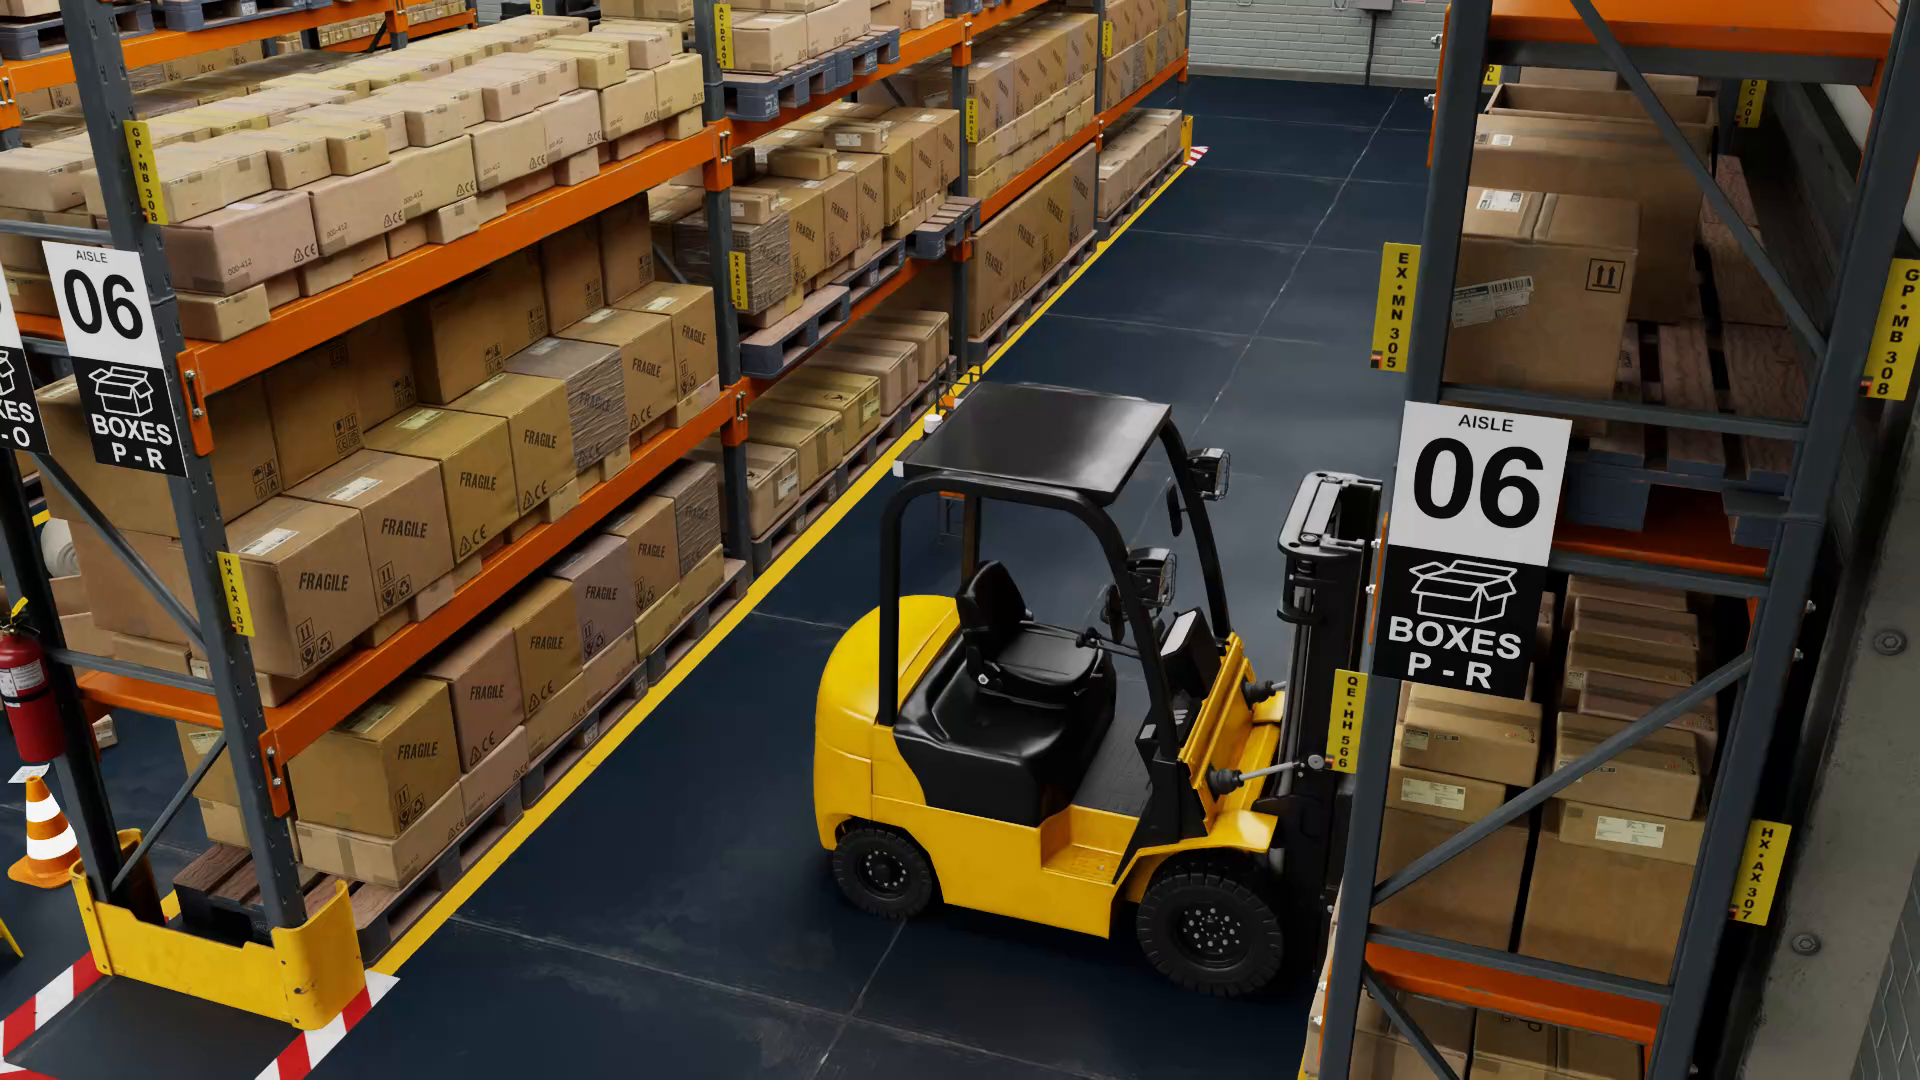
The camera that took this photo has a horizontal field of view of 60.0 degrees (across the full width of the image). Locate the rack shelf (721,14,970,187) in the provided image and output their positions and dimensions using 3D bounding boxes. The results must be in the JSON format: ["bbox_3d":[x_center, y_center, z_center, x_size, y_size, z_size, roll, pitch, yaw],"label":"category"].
[{"bbox_3d":[-1.093,-2.987,10.861,1.077,0.370,4.000,9,27,17],"label":"rack shelf"}]

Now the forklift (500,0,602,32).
[{"bbox_3d":[-3.420,-2.800,13.169,3.031,2.935,1.130,15,30,29],"label":"forklift"}]

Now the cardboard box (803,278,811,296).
[{"bbox_3d":[-1.163,-1.625,10.471,0.380,0.149,0.250,11,28,21],"label":"cardboard box"}]

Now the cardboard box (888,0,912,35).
[{"bbox_3d":[-0.752,-3.790,11.579,0.700,0.500,0.500,9,27,17],"label":"cardboard box"}]

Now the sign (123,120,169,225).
[{"bbox_3d":[-2.578,-1.160,5.259,0.100,0.325,0.005,9,27,17],"label":"sign"}]

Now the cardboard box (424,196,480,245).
[{"bbox_3d":[-2.247,-1.353,6.949,0.380,0.149,0.250,9,27,18],"label":"cardboard box"}]

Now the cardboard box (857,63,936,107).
[{"bbox_3d":[-0.502,-3.528,13.333,0.500,0.500,0.500,8,27,16],"label":"cardboard box"}]

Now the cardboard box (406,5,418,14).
[{"bbox_3d":[-7.360,-6.919,21.429,0.500,0.250,0.500,8,27,16],"label":"cardboard box"}]

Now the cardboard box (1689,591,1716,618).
[{"bbox_3d":[2.440,0.127,5.846,0.380,0.149,0.250,8,27,16],"label":"cardboard box"}]

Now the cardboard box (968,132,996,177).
[{"bbox_3d":[-0.026,-3.113,13.336,0.500,0.250,0.500,9,27,17],"label":"cardboard box"}]

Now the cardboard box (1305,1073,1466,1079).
[{"bbox_3d":[1.460,1.801,5.688,0.500,0.250,0.500,8,27,17],"label":"cardboard box"}]

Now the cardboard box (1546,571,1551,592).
[{"bbox_3d":[2.205,0.103,6.980,0.500,0.500,0.500,8,27,17],"label":"cardboard box"}]

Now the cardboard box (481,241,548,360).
[{"bbox_3d":[-2.492,-1.210,8.203,0.700,0.500,0.500,8,27,16],"label":"cardboard box"}]

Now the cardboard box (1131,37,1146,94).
[{"bbox_3d":[1.650,-5.036,17.595,0.500,0.500,0.500,9,27,18],"label":"cardboard box"}]

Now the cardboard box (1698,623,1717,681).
[{"bbox_3d":[2.359,0.377,5.670,0.380,0.149,0.250,9,27,18],"label":"cardboard box"}]

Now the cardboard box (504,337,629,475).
[{"bbox_3d":[-2.005,-0.673,8.242,0.500,0.500,0.500,10,27,19],"label":"cardboard box"}]

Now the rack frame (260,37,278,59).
[{"bbox_3d":[-8.441,-5.864,19.419,1.000,3.000,0.127,9,27,17],"label":"rack frame"}]

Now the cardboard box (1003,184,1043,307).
[{"bbox_3d":[0.182,-2.653,14.744,0.875,0.875,0.875,9,27,18],"label":"cardboard box"}]

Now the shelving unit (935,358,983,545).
[{"bbox_3d":[-0.005,-0.534,10.476,0.258,1.200,0.189,9,27,17],"label":"shelving unit"}]

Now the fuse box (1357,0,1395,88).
[{"bbox_3d":[6.022,-7.447,24.167,0.539,1.711,0.414,9,27,17],"label":"fuse box"}]

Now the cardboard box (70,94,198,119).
[{"bbox_3d":[-5.962,-2.935,12.107,0.700,0.500,0.500,9,27,18],"label":"cardboard box"}]

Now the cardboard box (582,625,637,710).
[{"bbox_3d":[-2.043,0.620,8.701,0.500,0.250,0.500,9,27,18],"label":"cardboard box"}]

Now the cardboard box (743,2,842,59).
[{"bbox_3d":[-1.018,-3.001,9.755,0.500,0.250,0.500,8,27,17],"label":"cardboard box"}]

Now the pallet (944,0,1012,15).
[{"bbox_3d":[-0.263,-4.320,13.006,1.213,0.211,1.003,10,28,20],"label":"pallet"}]

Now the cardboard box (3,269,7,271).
[{"bbox_3d":[-6.571,-1.730,10.708,0.875,0.550,0.550,9,27,17],"label":"cardboard box"}]

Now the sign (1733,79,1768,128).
[{"bbox_3d":[3.448,-1.959,7.229,0.100,0.325,0.005,9,27,17],"label":"sign"}]

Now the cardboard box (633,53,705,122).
[{"bbox_3d":[-1.652,-2.334,8.518,0.500,0.250,0.500,8,27,17],"label":"cardboard box"}]

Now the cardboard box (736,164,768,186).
[{"bbox_3d":[-1.480,-2.145,10.801,0.500,0.500,0.500,10,27,19],"label":"cardboard box"}]

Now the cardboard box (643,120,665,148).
[{"bbox_3d":[-1.743,-2.111,8.515,0.380,0.149,0.250,9,27,18],"label":"cardboard box"}]

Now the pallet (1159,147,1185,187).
[{"bbox_3d":[2.043,-4.475,19.751,1.003,0.211,1.213,9,27,17],"label":"pallet"}]

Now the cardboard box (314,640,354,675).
[{"bbox_3d":[-2.711,0.402,6.765,0.380,0.149,0.250,9,27,18],"label":"cardboard box"}]

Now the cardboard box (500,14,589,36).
[{"bbox_3d":[-2.171,-2.653,8.718,0.380,0.149,0.250,8,27,17],"label":"cardboard box"}]

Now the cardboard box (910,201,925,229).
[{"bbox_3d":[-0.468,-2.357,11.983,0.380,0.149,0.250,7,27,15],"label":"cardboard box"}]

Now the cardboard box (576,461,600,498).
[{"bbox_3d":[-2.026,-0.331,8.280,0.380,0.149,0.250,8,27,17],"label":"cardboard box"}]

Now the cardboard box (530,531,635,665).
[{"bbox_3d":[-2.038,0.273,8.557,0.500,0.500,0.500,10,28,20],"label":"cardboard box"}]

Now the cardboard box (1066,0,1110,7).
[{"bbox_3d":[1.254,-5.306,16.260,0.380,0.149,0.250,8,27,17],"label":"cardboard box"}]

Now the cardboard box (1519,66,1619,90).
[{"bbox_3d":[2.935,-2.298,8.117,0.500,0.311,0.500,8,27,16],"label":"cardboard box"}]

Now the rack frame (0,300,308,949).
[{"bbox_3d":[-3.089,0.505,6.266,1.000,3.000,0.127,9,27,17],"label":"rack frame"}]

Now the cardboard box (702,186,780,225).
[{"bbox_3d":[-1.268,-1.941,9.635,0.380,0.149,0.250,9,27,17],"label":"cardboard box"}]

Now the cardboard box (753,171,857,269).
[{"bbox_3d":[-0.988,-2.065,10.635,0.500,0.500,0.500,9,27,17],"label":"cardboard box"}]

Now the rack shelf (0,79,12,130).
[{"bbox_3d":[-7.125,-2.020,8.863,1.077,0.370,4.000,9,27,17],"label":"rack shelf"}]

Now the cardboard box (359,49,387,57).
[{"bbox_3d":[-7.847,-5.726,21.091,0.875,0.875,0.875,9,27,17],"label":"cardboard box"}]

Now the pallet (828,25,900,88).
[{"bbox_3d":[-1.110,-3.070,10.421,1.213,0.211,1.003,9,27,17],"label":"pallet"}]

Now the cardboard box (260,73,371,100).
[{"bbox_3d":[-2.777,-1.908,7.180,0.380,0.149,0.250,9,27,19],"label":"cardboard box"}]

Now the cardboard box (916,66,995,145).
[{"bbox_3d":[-0.033,-3.445,13.161,0.500,0.500,0.500,8,27,16],"label":"cardboard box"}]

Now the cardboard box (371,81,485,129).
[{"bbox_3d":[-2.243,-1.829,7.016,0.380,0.149,0.250,9,27,19],"label":"cardboard box"}]

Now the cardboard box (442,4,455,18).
[{"bbox_3d":[-7.003,-7.093,22.247,0.380,0.149,0.250,9,27,18],"label":"cardboard box"}]

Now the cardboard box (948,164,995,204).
[{"bbox_3d":[-0.027,-2.880,13.428,0.500,0.250,0.500,8,27,17],"label":"cardboard box"}]

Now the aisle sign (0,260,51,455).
[{"bbox_3d":[-3.384,-0.682,5.733,0.394,0.787,0.004,9,27,17],"label":"aisle sign"}]

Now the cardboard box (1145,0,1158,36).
[{"bbox_3d":[1.816,-5.705,17.828,0.500,0.500,0.500,9,27,17],"label":"cardboard box"}]

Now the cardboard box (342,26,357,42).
[{"bbox_3d":[-7.684,-6.254,20.513,0.380,0.149,0.250,8,27,17],"label":"cardboard box"}]

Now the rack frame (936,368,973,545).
[{"bbox_3d":[-0.035,-0.496,10.399,0.240,1.200,0.006,9,27,17],"label":"rack frame"}]

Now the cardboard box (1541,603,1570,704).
[{"bbox_3d":[2.335,0.590,5.975,0.500,0.500,0.500,8,27,17],"label":"cardboard box"}]

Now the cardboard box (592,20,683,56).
[{"bbox_3d":[-1.658,-2.573,8.554,0.380,0.149,0.250,9,27,19],"label":"cardboard box"}]

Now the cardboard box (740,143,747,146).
[{"bbox_3d":[-2.810,-4.863,20.141,0.380,0.149,0.250,9,27,18],"label":"cardboard box"}]

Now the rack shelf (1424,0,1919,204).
[{"bbox_3d":[2.258,-1.795,5.416,1.077,0.370,4.000,9,27,17],"label":"rack shelf"}]
